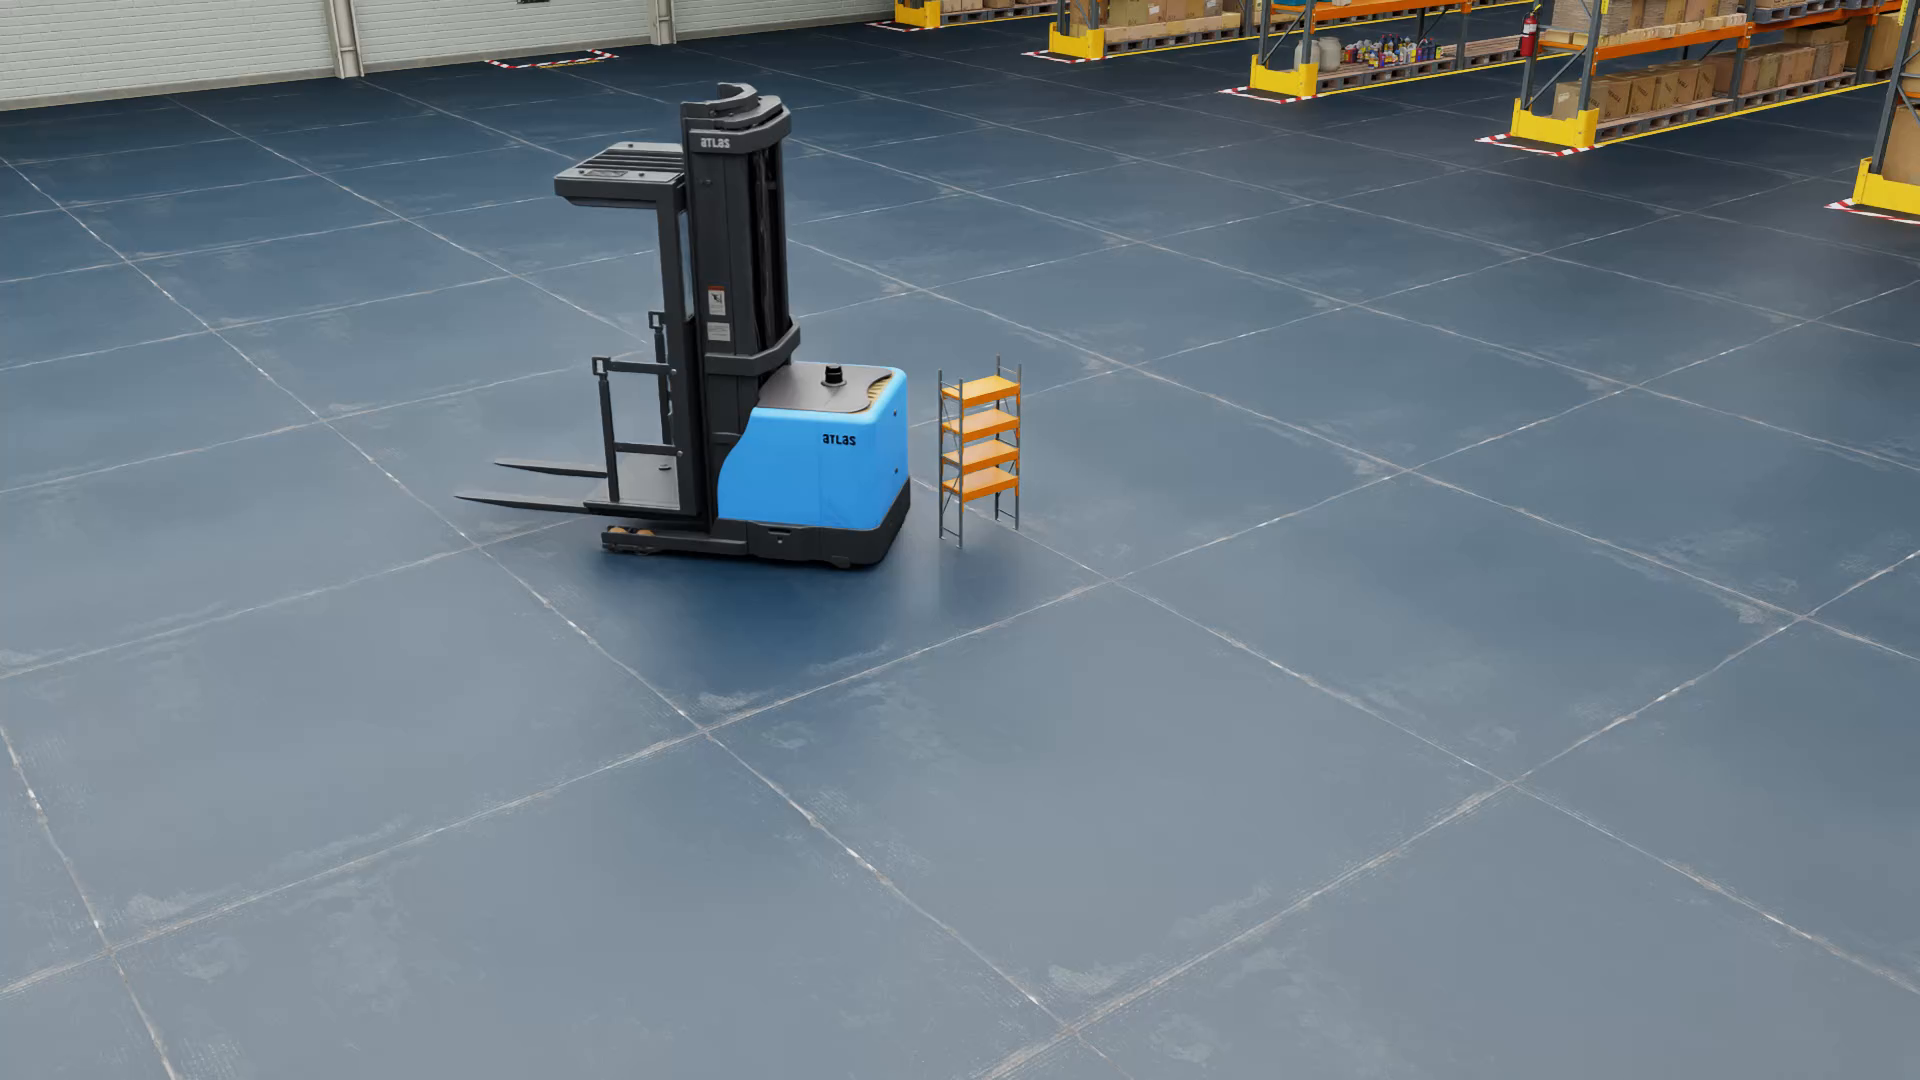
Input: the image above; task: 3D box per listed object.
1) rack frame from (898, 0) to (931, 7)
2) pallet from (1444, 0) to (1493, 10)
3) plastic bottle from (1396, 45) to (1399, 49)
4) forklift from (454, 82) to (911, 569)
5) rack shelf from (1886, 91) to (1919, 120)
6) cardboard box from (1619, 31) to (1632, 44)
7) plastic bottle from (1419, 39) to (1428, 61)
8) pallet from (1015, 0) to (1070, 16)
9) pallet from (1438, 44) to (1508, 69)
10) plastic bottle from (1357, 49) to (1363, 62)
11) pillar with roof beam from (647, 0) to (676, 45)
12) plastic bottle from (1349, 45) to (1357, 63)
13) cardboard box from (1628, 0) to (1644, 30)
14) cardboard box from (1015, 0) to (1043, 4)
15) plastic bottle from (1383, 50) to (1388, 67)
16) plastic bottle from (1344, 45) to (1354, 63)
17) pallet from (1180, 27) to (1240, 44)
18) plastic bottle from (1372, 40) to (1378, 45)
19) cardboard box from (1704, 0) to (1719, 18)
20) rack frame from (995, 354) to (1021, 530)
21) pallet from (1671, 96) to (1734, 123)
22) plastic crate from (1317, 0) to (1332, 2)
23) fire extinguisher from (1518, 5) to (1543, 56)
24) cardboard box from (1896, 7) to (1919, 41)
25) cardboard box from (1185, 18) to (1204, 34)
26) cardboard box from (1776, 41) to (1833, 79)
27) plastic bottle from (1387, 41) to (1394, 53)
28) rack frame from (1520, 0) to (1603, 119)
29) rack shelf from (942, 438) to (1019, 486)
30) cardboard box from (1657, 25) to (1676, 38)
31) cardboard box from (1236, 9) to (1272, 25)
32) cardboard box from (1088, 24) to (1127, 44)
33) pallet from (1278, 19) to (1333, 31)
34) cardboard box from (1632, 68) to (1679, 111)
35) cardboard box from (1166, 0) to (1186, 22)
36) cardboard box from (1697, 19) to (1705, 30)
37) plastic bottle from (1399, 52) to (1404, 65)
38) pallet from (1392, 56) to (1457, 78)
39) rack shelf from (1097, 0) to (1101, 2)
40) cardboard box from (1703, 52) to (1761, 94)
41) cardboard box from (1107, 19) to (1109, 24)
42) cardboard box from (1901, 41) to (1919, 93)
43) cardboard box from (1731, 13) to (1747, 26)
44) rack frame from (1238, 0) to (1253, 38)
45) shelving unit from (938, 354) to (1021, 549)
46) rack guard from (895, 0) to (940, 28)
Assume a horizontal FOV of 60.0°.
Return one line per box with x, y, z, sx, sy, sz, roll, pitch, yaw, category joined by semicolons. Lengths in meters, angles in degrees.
-0.926;-11.879;33.282;0.127;3.000;1.000;-18;31;-34;rack frame
10.959;-11.867;36.569;1.213;0.211;1.003;-18;31;-34;pallet
7.404;-8.201;28.061;0.133;0.283;0.061;-18;31;-34;plastic bottle
-1.914;-1.440;10.872;3.031;2.935;1.130;5;25;10;forklift
12.798;-5.480;20.349;4.000;0.370;1.077;-18;31;-34;rack shelf
9.029;-6.956;22.972;0.250;0.149;0.380;-18;31;-34;cardboard box
7.854;-8.321;28.240;0.185;0.351;0.144;-20;32;-37;plastic bottle
1.714;-11.467;35.706;1.213;0.211;1.003;-18;31;-34;pallet
8.928;-8.588;29.503;1.213;0.211;1.003;-18;31;-34;pallet
6.777;-8.205;28.168;0.097;0.201;0.097;0;25;0;plastic bottle
-2.974;-12.083;26.597;0.400;9.000;9.100;-18;31;-34;pillar with roof beam
6.643;-8.208;28.076;0.133;0.283;0.061;-18;31;-34;plastic bottle
9.012;-7.440;23.245;0.500;0.500;0.875;-18;31;-34;cardboard box
1.429;-11.701;35.345;0.500;0.500;0.500;-21;32;-38;cardboard box
7.075;-8.015;27.676;0.097;0.271;0.097;0;25;0;plastic bottle
6.577;-8.239;28.153;0.135;0.276;0.152;-18;30;-34;plastic bottle
4.629;-9.820;32.158;1.213;0.211;1.003;-18;31;-34;pallet
7.139;-8.453;28.604;0.133;0.283;0.061;-17;30;-32;plastic bottle
10.583;-7.961;24.367;0.500;0.500;0.875;-18;31;-34;cardboard box
0.322;-0.651;11.227;0.015;1.200;0.240;-18;31;-34;rack frame
10.884;-6.544;25.099;1.213;0.211;1.003;-18;31;-34;pallet
5.911;-8.925;27.095;0.408;0.251;0.499;-18;31;-34;plastic crate
7.869;-7.044;22.956;0.183;0.674;0.296;-18;31;-34;fire extinguisher
15.800;-8.662;28.376;0.875;0.875;1.225;-18;30;-34;cardboard box
4.267;-9.767;31.498;0.500;0.250;0.500;-18;31;-34;cardboard box
13.595;-7.771;26.877;0.500;0.500;0.700;-21;32;-38;cardboard box
7.404;-8.448;28.608;0.097;0.271;0.097;0;25;0;plastic bottle
8.243;-6.956;22.675;0.127;3.000;1.000;-18;31;-34;rack frame
0.130;-0.526;11.118;0.480;0.148;0.258;-18;31;-34;rack shelf
9.855;-7.195;23.487;0.250;0.149;0.380;-18;31;-34;cardboard box
5.751;-10.244;32.526;0.500;0.250;0.500;-19;31;-35;cardboard box
2.692;-9.247;30.380;0.500;0.250;0.500;-18;31;-34;cardboard box
6.797;-10.536;33.701;1.213;0.211;1.003;-18;31;-34;pallet
10.165;-6.622;24.427;0.500;0.500;0.500;-22;33;-38;cardboard box
3.874;-9.976;31.059;0.500;0.500;0.500;-18;31;-34;cardboard box
10.560;-7.498;24.141;0.250;0.149;0.380;-18;31;-34;cardboard box
7.394;-8.089;27.917;0.097;0.201;0.097;0;25;0;plastic bottle
7.780;-8.210;28.690;1.213;0.211;1.003;-18;31;-34;pallet
3.707;-10.432;31.019;4.000;0.370;1.077;-18;31;-34;rack shelf
11.887;-7.213;25.676;0.500;0.500;0.700;-21;32;-38;cardboard box
2.759;-9.553;31.038;0.500;0.250;0.500;-18;31;-34;cardboard box
11.488;-5.466;19.286;0.550;0.550;0.875;-18;31;-34;cardboard box
11.403;-7.728;24.636;0.250;0.149;0.380;-18;31;-34;cardboard box
5.281;-11.278;31.987;0.127;3.000;1.000;-18;31;-34;rack frame
0.130;-0.587;11.090;0.503;1.200;0.258;-18;31;-34;shelving unit
-0.867;-10.764;33.850;0.348;0.500;1.175;-18;31;-34;rack guard
